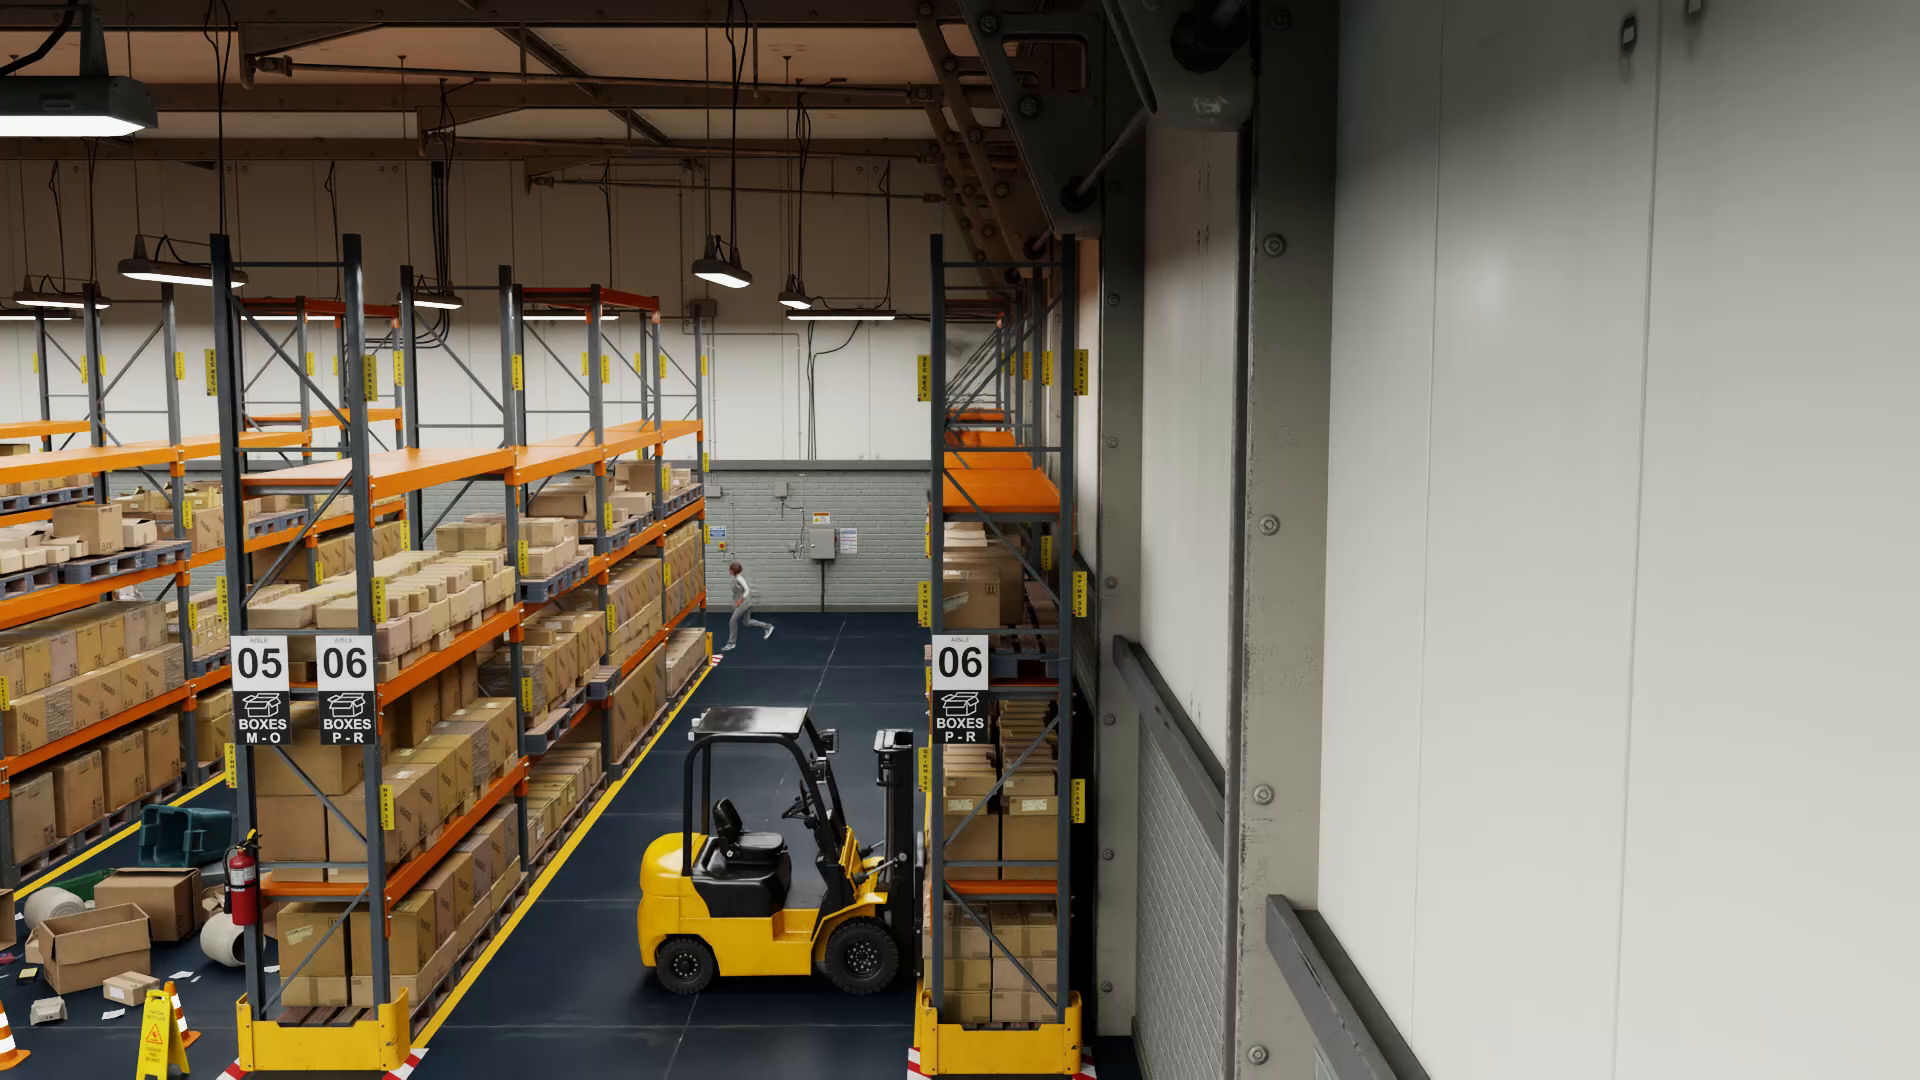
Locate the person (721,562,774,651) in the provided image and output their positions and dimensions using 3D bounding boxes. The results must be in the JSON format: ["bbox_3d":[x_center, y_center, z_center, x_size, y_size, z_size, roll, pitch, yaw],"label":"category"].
[{"bbox_3d":[-3.747,1.172,29.287,0.930,1.586,0.540,0,6,-4],"label":"person"}]

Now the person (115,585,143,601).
[{"bbox_3d":[-14.589,1.131,28.970,0.672,1.709,0.677,1,6,10],"label":"person"}]
